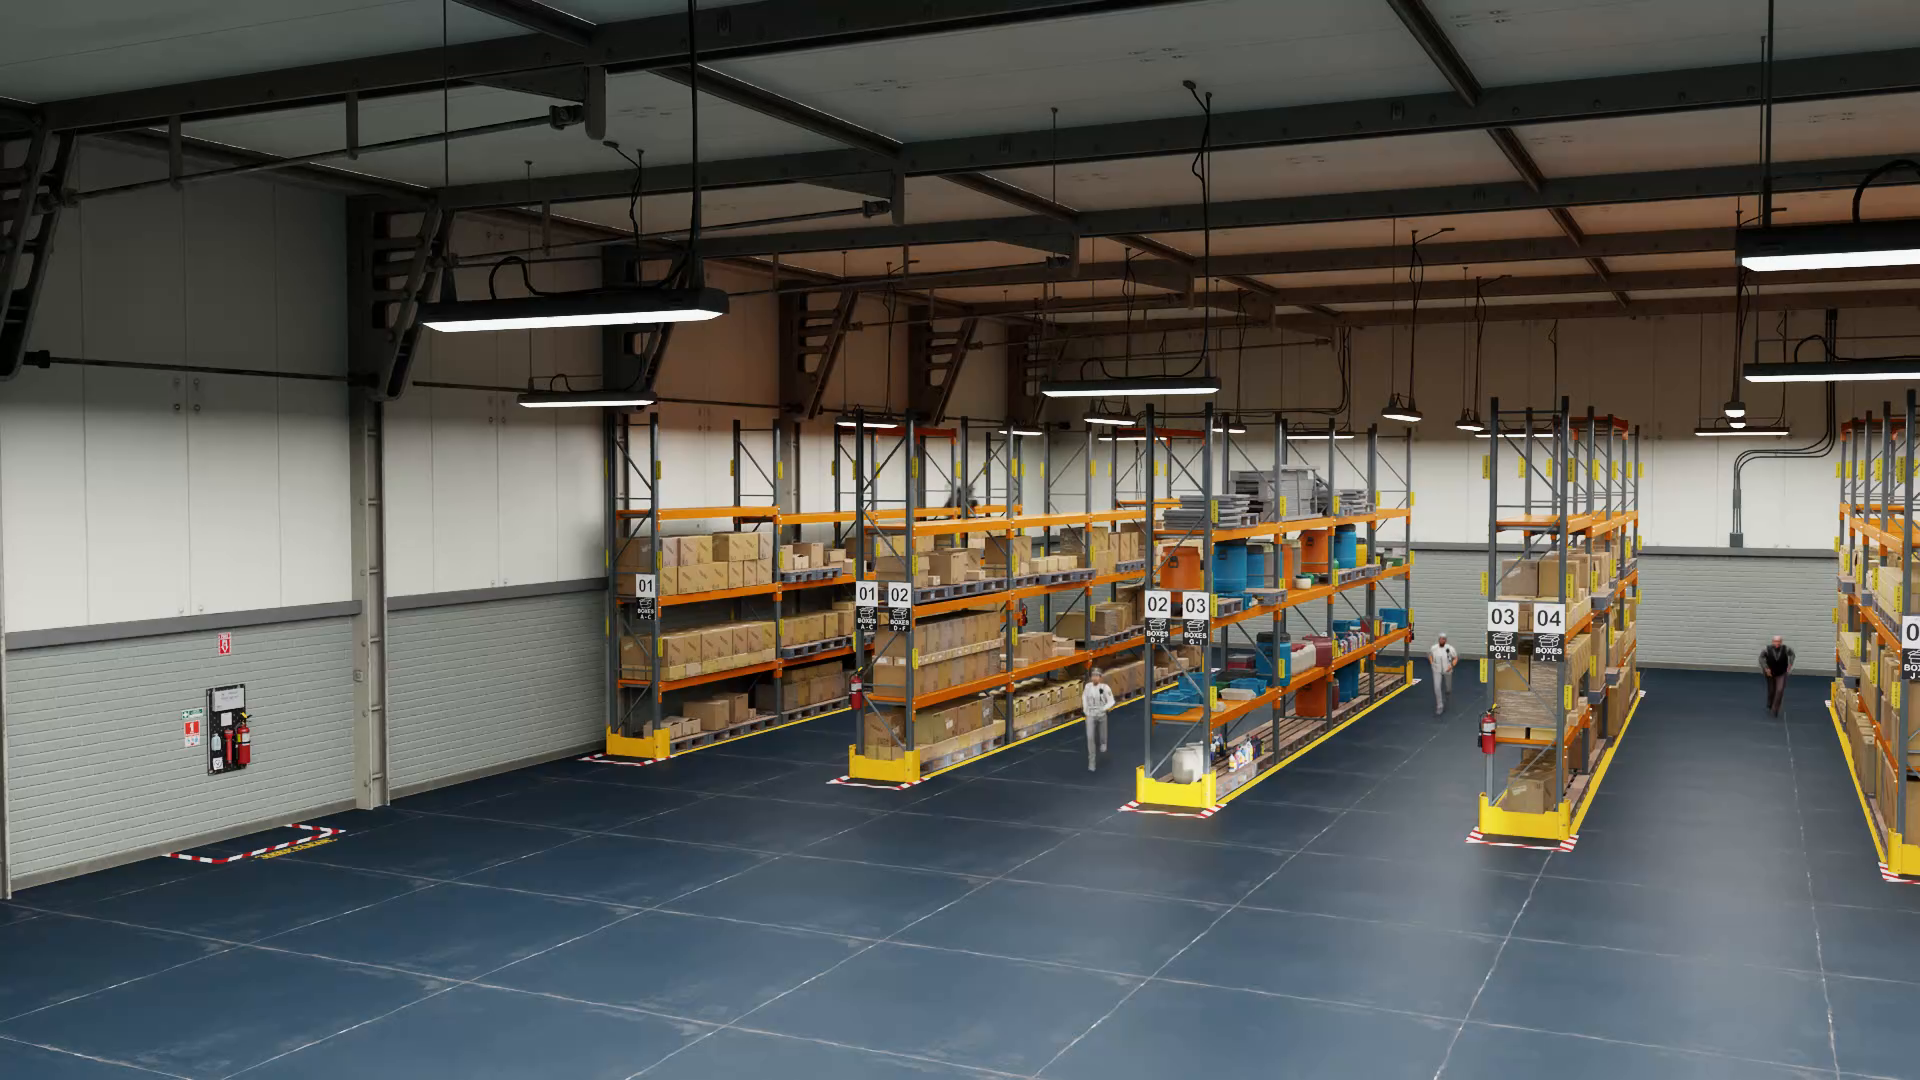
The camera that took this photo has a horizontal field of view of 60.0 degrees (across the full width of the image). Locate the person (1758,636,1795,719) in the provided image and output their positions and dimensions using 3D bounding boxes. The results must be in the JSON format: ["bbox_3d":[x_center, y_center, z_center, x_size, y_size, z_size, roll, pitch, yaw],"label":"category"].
[{"bbox_3d":[16.645,2.770,33.940,0.682,1.692,0.986,1,3,18],"label":"person"}]

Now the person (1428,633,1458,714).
[{"bbox_3d":[10.028,2.761,34.530,0.588,1.659,0.933,1,2,15],"label":"person"}]

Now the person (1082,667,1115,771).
[{"bbox_3d":[2.332,2.995,28.133,0.585,1.709,1.068,0,2,11],"label":"person"}]
